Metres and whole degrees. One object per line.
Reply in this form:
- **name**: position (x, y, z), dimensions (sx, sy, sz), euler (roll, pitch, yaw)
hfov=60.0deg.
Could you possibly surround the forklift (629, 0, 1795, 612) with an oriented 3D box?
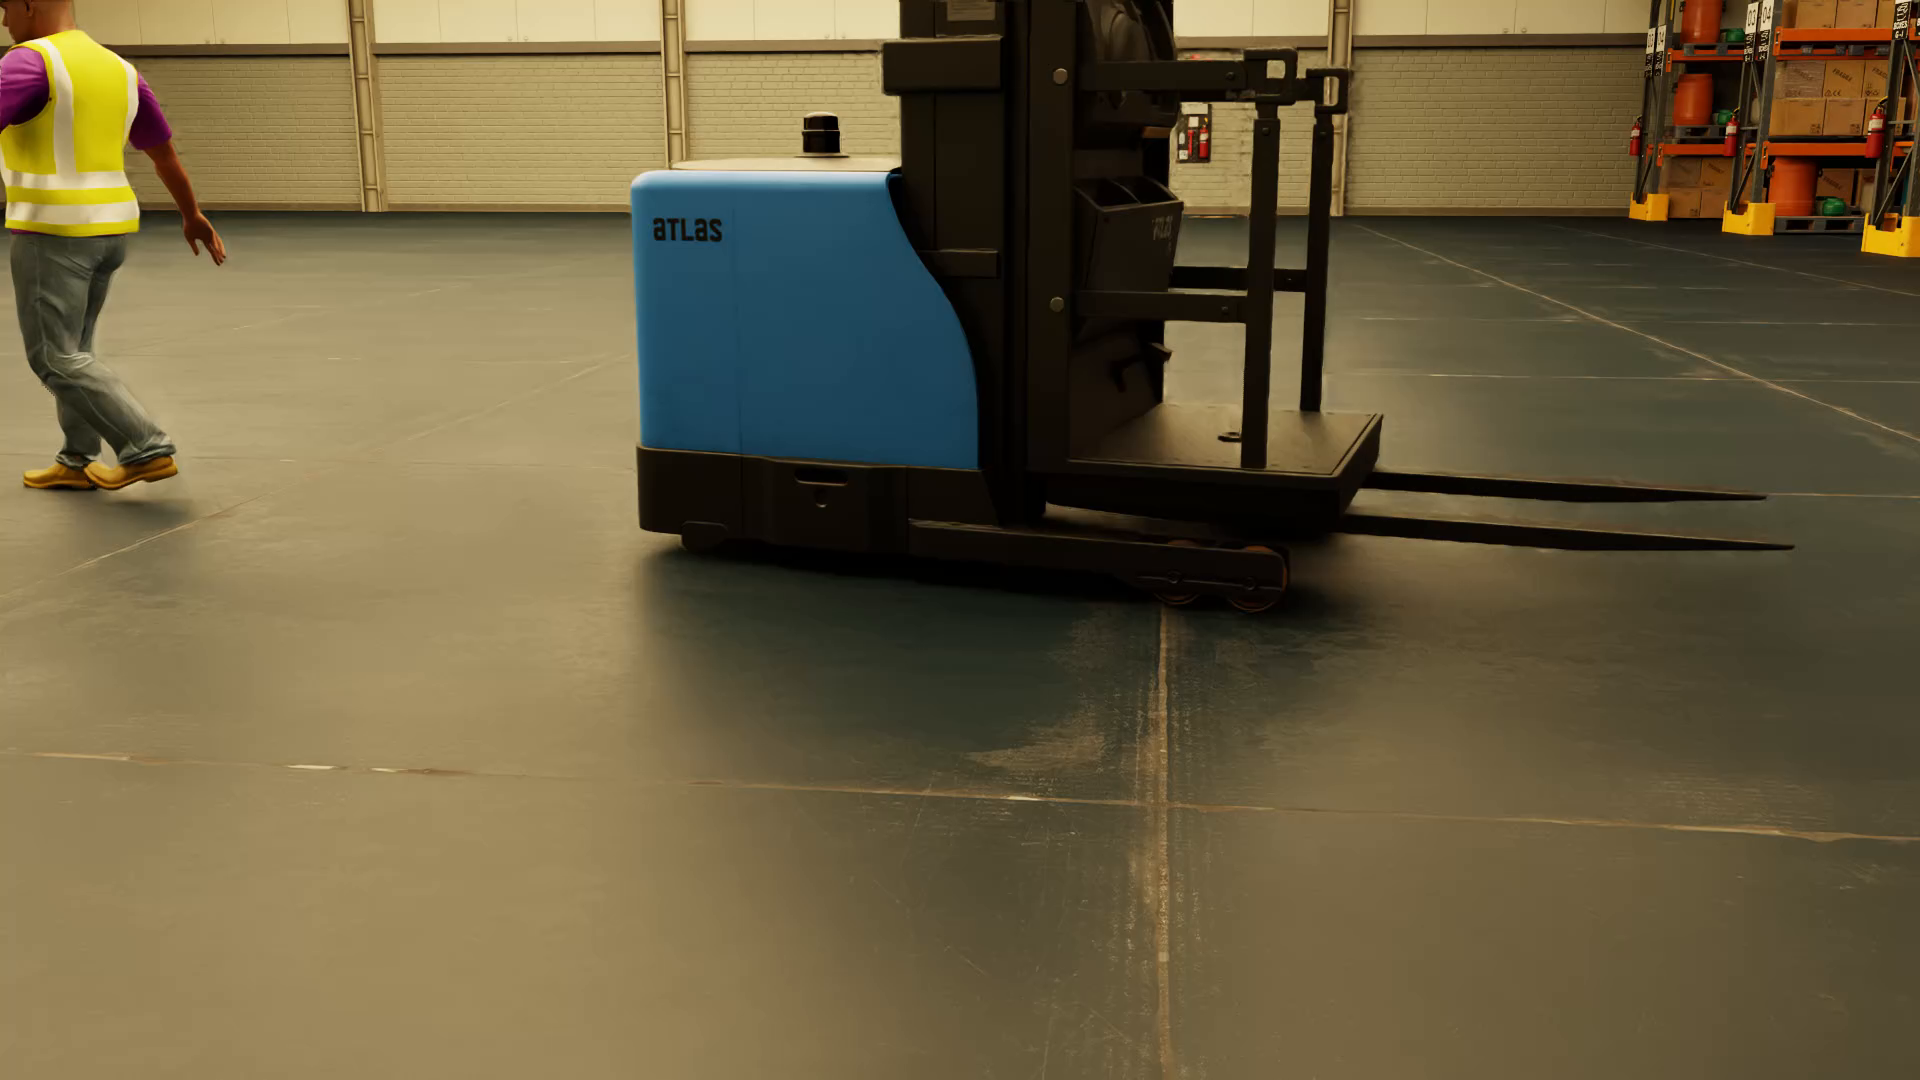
- **forklift**: position (0.645, -1.382, 4.420), dimensions (3.031, 2.935, 1.130), euler (5, 14, 19)

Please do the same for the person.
- **person**: position (-2.927, -1.013, 5.461), dimensions (0.739, 1.745, 0.982), euler (2, 13, 9)
